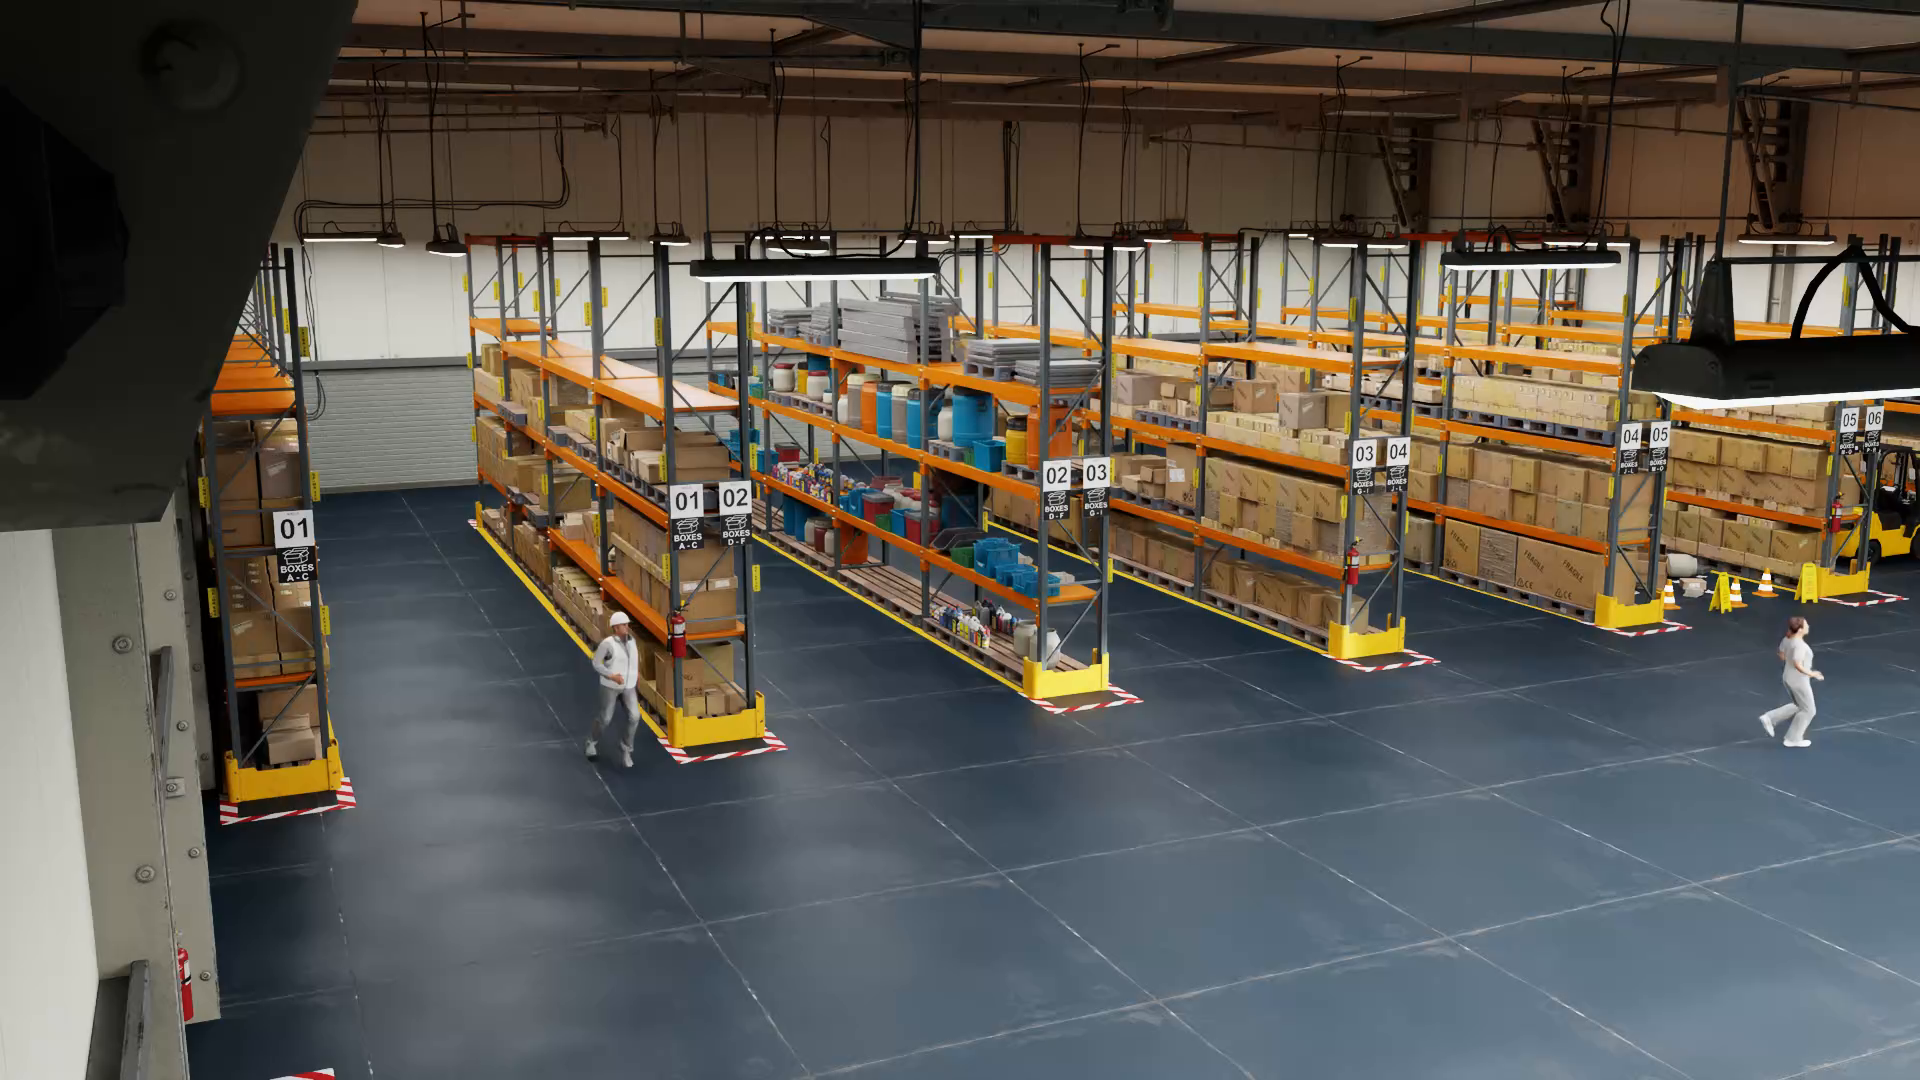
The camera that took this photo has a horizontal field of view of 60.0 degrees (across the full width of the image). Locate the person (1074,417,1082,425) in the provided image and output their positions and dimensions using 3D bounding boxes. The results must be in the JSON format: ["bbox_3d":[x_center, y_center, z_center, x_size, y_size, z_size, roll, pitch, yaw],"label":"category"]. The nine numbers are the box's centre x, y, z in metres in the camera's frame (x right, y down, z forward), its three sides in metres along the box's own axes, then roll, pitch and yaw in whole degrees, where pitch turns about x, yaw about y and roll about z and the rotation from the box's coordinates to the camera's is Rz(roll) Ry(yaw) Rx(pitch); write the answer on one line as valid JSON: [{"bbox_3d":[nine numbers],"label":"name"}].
[{"bbox_3d":[2.932,-2.347,40.933,0.652,1.636,0.560,10,14,40],"label":"person"}]

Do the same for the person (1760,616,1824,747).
[{"bbox_3d":[10.047,1.707,20.070,0.594,1.612,0.561,1,11,6],"label":"person"}]

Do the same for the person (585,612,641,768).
[{"bbox_3d":[-4.020,1.738,19.621,0.727,1.800,0.757,-10,15,-42],"label":"person"}]
